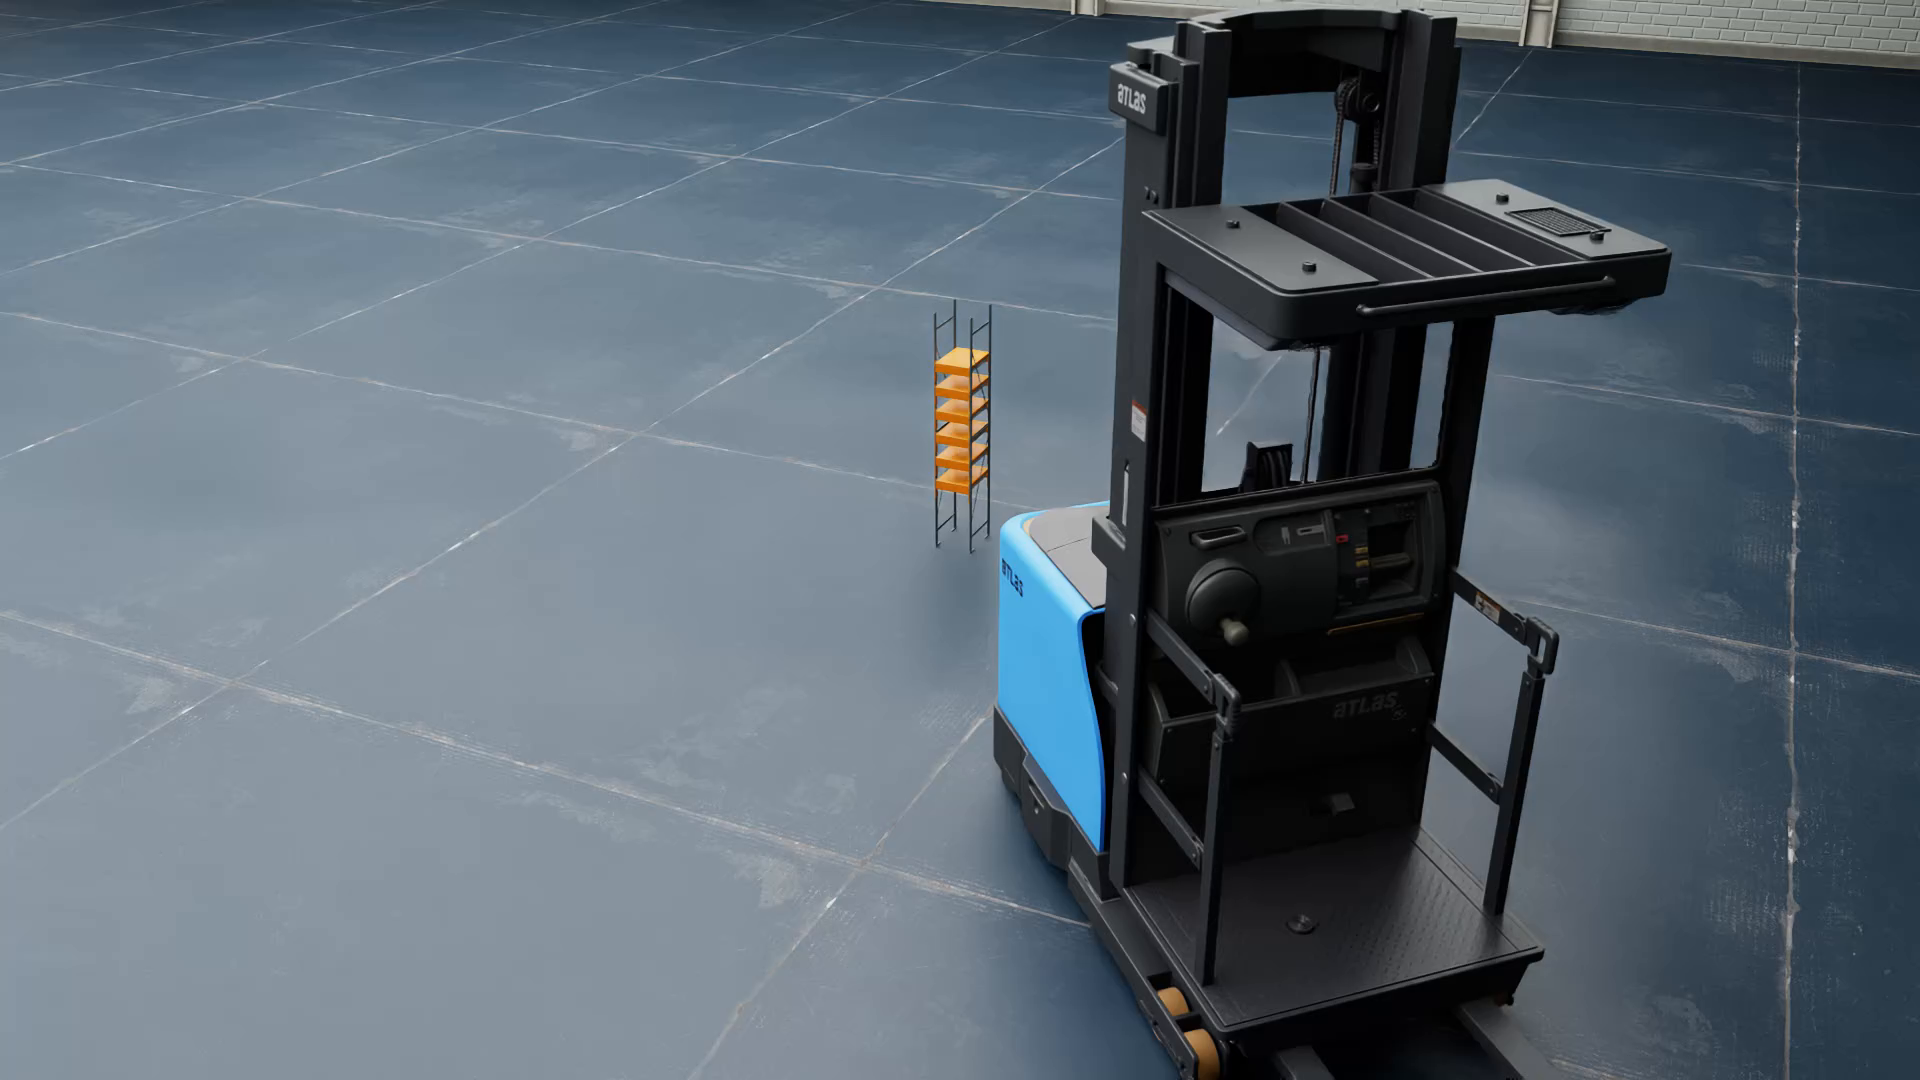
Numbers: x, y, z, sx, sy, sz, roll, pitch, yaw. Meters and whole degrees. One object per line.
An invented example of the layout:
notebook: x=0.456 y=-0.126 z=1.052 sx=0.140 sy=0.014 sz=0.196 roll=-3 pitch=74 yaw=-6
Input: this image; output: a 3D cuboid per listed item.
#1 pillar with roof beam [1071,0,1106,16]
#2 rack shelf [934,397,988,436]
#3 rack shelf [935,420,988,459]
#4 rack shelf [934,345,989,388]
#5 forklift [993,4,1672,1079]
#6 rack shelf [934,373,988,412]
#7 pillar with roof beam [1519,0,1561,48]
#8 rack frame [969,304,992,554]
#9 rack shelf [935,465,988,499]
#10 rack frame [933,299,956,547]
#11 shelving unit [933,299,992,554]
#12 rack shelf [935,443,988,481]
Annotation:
pillar with roof beam: x=-0.003 y=-9.621 z=17.603 sx=0.400 sy=9.000 sz=9.100 roll=11 pitch=28 yaw=22
rack shelf: x=0.013 y=-0.603 z=7.946 sx=0.180 sy=0.103 sz=0.258 roll=11 pitch=28 yaw=22
rack shelf: x=0.013 y=-0.496 z=7.999 sx=0.180 sy=0.103 sz=0.258 roll=11 pitch=28 yaw=22
rack shelf: x=0.013 y=-0.819 z=7.840 sx=0.180 sy=0.103 sz=0.258 roll=11 pitch=28 yaw=22
forklift: x=1.087 y=0.107 z=4.715 sx=1.130 sy=2.935 sz=3.031 roll=-9 pitch=27 yaw=-17
rack shelf: x=0.013 y=-0.711 z=7.893 sx=0.180 sy=0.103 sz=0.258 roll=11 pitch=28 yaw=22
pillar with roof beam: x=5.459 y=-8.524 z=15.375 sx=0.400 sy=9.000 sz=9.100 roll=11 pitch=28 yaw=22
rack frame: x=0.096 y=-0.519 z=7.946 sx=0.006 sy=1.200 sz=0.240 roll=11 pitch=28 yaw=22
rack shelf: x=0.013 y=-0.280 z=8.105 sx=0.180 sy=0.103 sz=0.258 roll=11 pitch=28 yaw=22
rack frame: x=-0.070 y=-0.552 z=8.014 sx=0.006 sy=1.200 sz=0.240 roll=11 pitch=28 yaw=22
shelving unit: x=0.013 y=-0.536 z=7.980 sx=0.189 sy=1.200 sz=0.258 roll=11 pitch=28 yaw=22
rack shelf: x=0.013 y=-0.388 z=8.052 sx=0.180 sy=0.103 sz=0.258 roll=11 pitch=28 yaw=22
